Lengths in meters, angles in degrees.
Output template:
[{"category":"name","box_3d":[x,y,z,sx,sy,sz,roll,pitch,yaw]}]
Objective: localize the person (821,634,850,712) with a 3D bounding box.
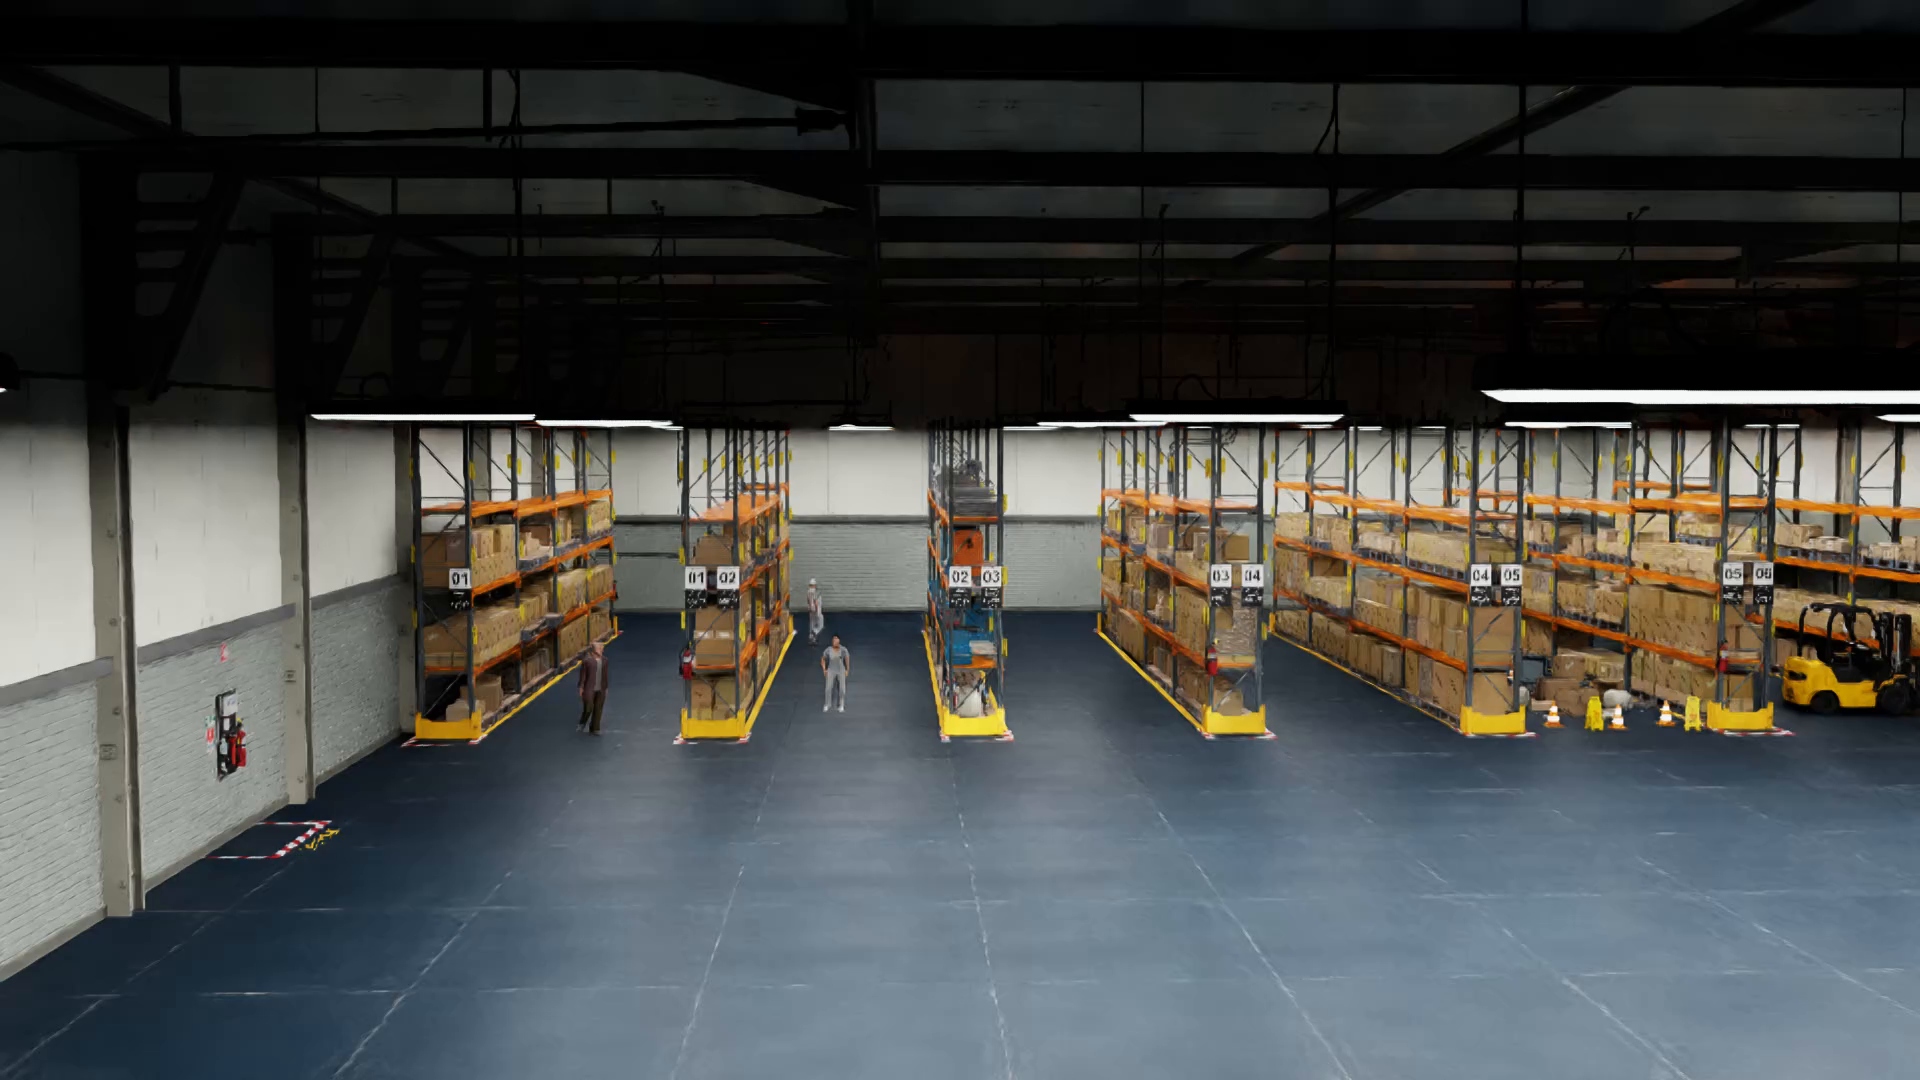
[{"category":"person","box_3d":[-2.537,2.707,33.930,0.580,1.618,0.507,0,4,-5]}]

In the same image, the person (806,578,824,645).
[{"category":"person","box_3d":[-3.906,1.925,44.514,0.425,1.786,0.598,-2,4,-29]}]

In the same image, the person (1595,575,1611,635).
[{"category":"person","box_3d":[17.941,1.828,46.244,0.525,1.724,0.705,0,4,-2]}]

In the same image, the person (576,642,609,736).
[{"category":"person","box_3d":[-6.943,2.792,31.402,0.622,1.773,0.580,-3,5,-38]}]
